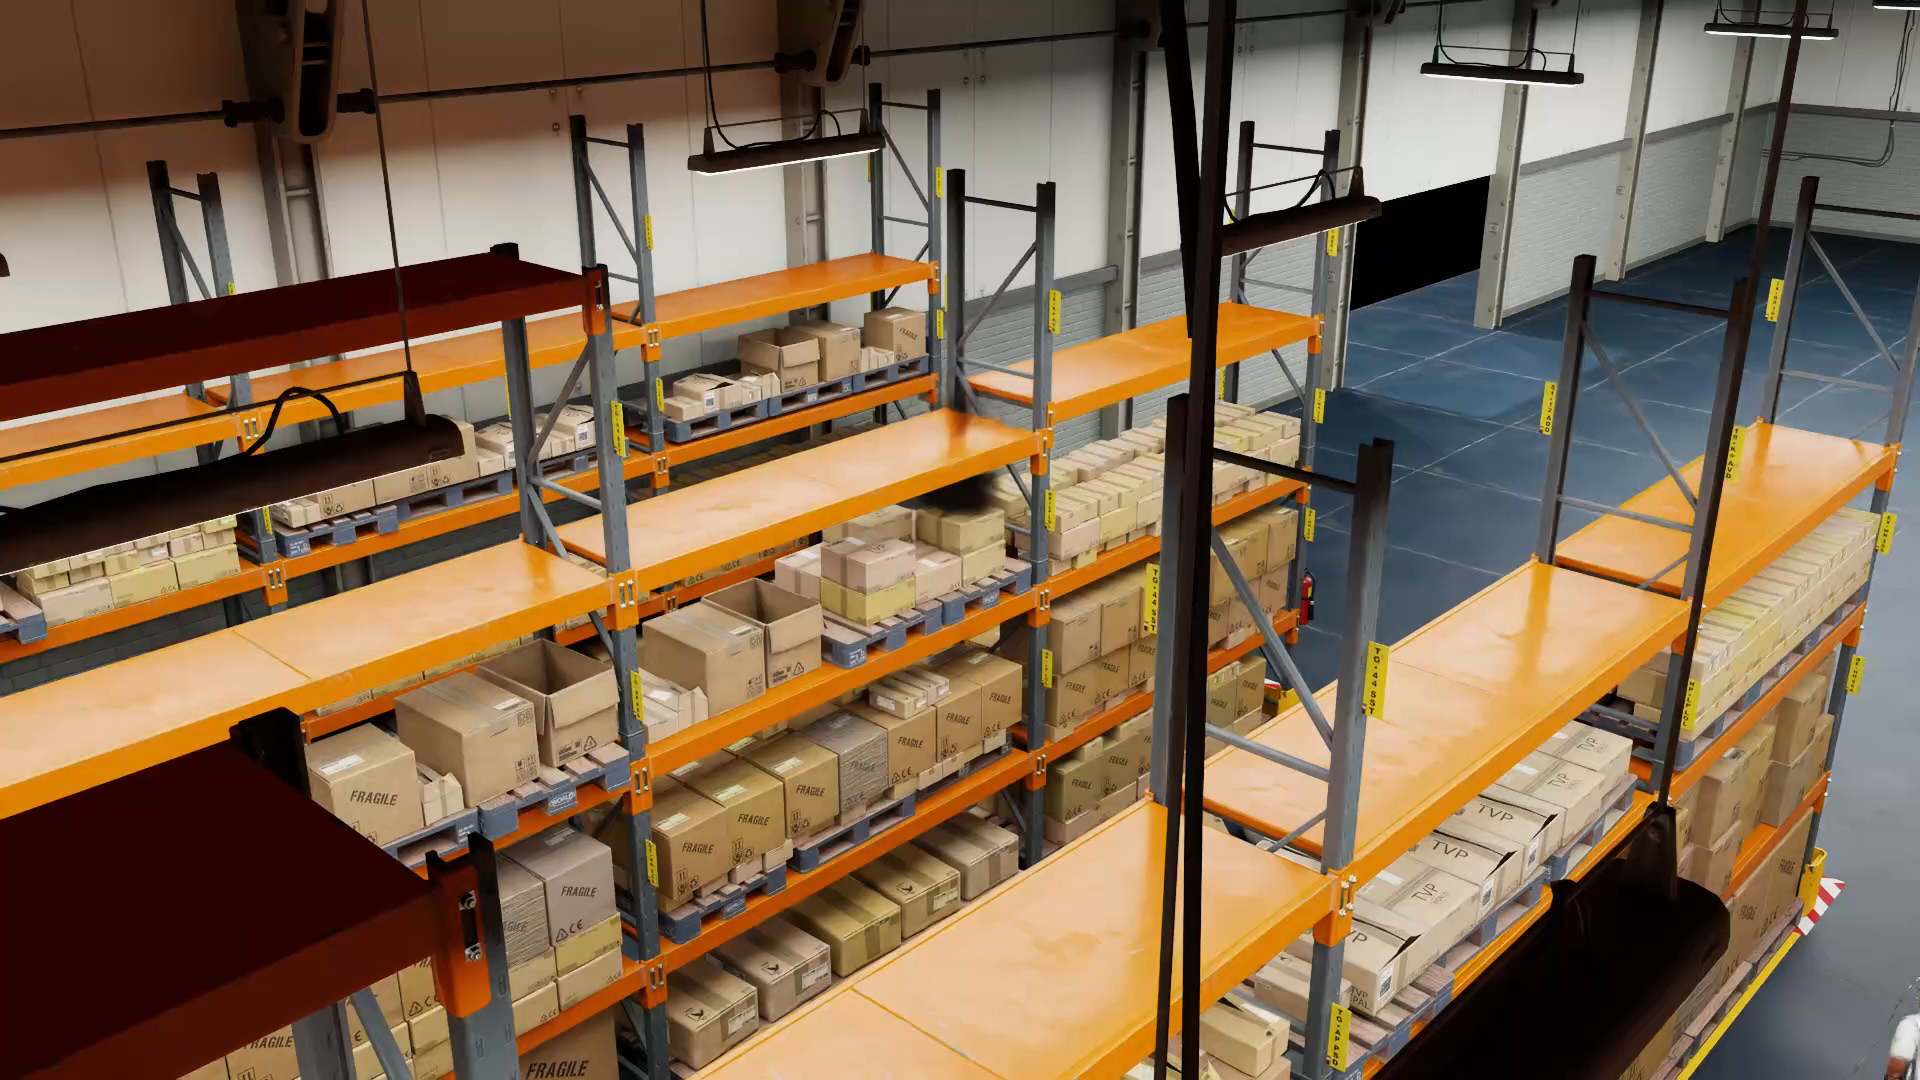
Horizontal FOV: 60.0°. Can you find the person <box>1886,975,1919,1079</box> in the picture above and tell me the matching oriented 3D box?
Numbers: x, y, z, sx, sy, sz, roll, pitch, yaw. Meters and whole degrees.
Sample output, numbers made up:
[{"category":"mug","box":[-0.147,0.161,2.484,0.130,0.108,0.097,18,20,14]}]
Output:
[{"category":"person","box":[6.186,3.655,10.500,0.668,1.554,1.028,3,21,9]}]

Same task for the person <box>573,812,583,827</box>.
[{"category":"person","box":[-3.519,2.035,14.388,0.710,1.744,0.927,12,24,28]}]
